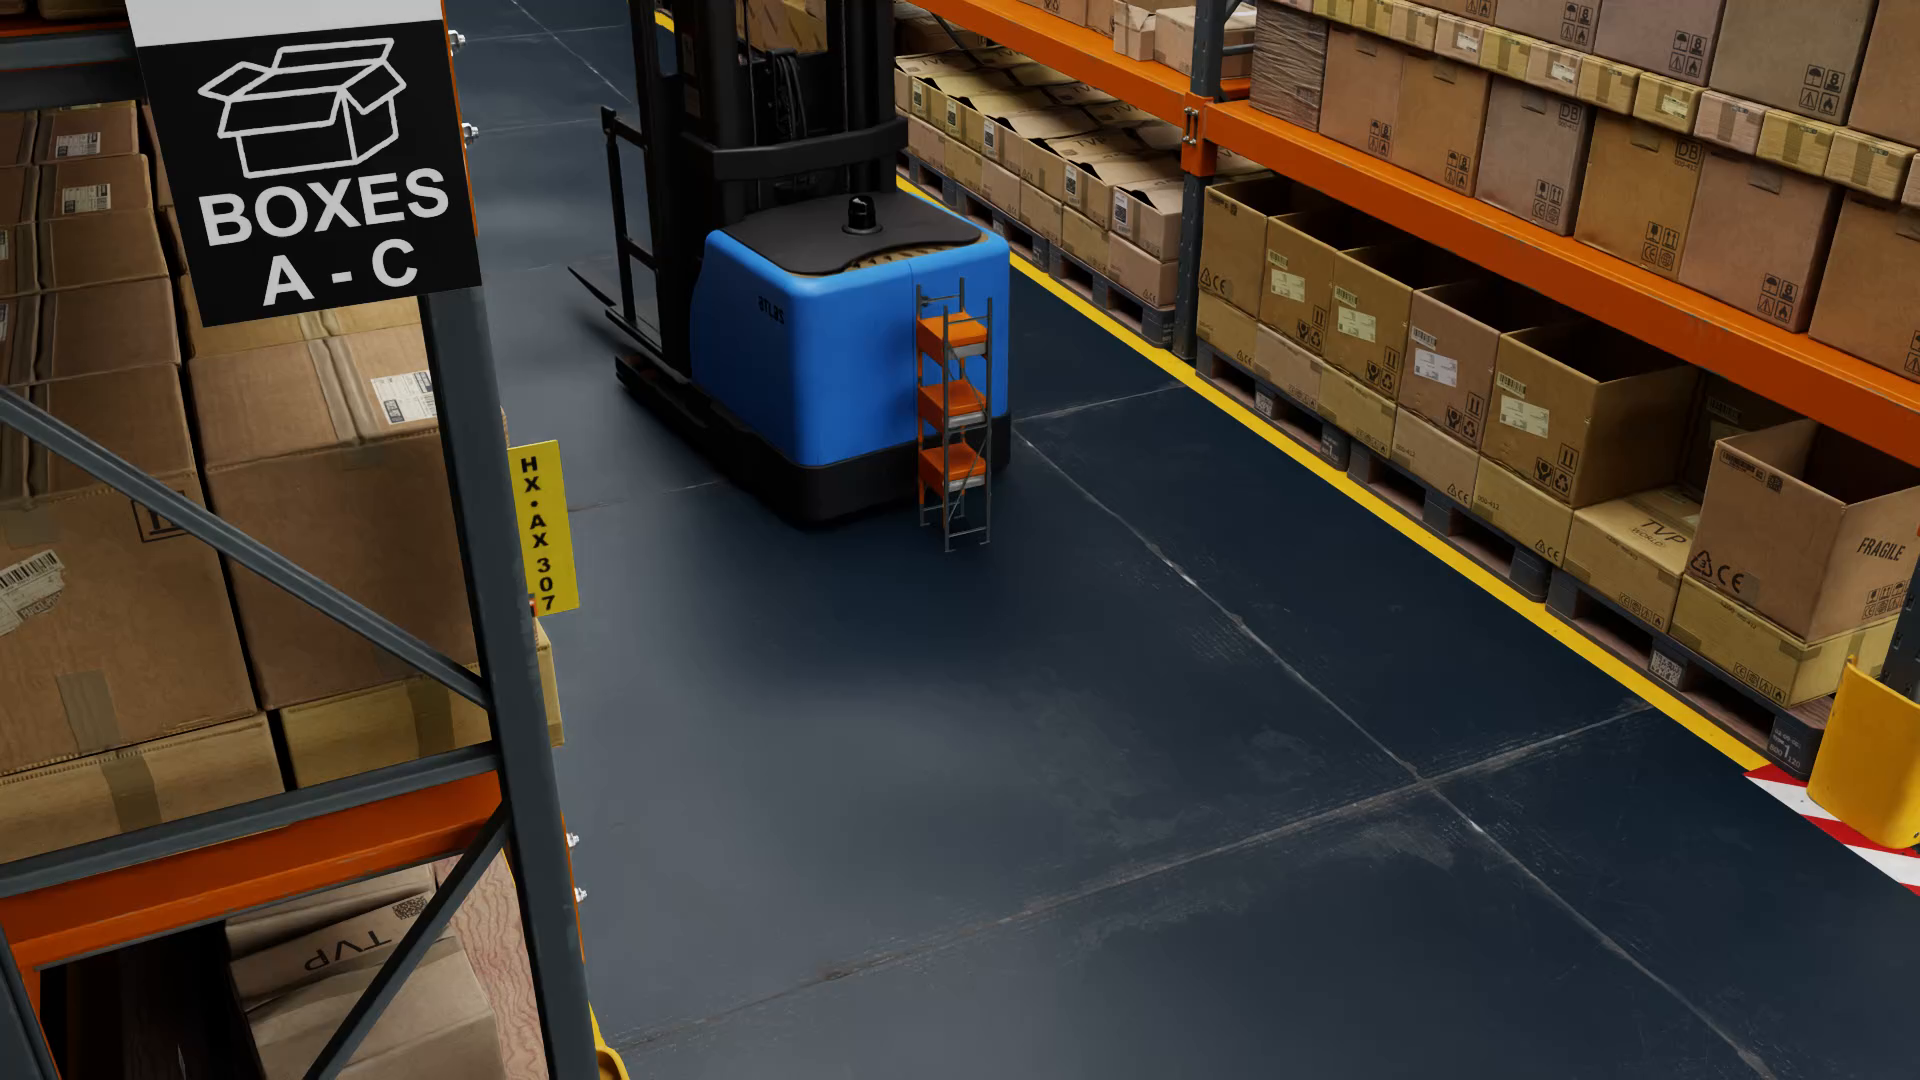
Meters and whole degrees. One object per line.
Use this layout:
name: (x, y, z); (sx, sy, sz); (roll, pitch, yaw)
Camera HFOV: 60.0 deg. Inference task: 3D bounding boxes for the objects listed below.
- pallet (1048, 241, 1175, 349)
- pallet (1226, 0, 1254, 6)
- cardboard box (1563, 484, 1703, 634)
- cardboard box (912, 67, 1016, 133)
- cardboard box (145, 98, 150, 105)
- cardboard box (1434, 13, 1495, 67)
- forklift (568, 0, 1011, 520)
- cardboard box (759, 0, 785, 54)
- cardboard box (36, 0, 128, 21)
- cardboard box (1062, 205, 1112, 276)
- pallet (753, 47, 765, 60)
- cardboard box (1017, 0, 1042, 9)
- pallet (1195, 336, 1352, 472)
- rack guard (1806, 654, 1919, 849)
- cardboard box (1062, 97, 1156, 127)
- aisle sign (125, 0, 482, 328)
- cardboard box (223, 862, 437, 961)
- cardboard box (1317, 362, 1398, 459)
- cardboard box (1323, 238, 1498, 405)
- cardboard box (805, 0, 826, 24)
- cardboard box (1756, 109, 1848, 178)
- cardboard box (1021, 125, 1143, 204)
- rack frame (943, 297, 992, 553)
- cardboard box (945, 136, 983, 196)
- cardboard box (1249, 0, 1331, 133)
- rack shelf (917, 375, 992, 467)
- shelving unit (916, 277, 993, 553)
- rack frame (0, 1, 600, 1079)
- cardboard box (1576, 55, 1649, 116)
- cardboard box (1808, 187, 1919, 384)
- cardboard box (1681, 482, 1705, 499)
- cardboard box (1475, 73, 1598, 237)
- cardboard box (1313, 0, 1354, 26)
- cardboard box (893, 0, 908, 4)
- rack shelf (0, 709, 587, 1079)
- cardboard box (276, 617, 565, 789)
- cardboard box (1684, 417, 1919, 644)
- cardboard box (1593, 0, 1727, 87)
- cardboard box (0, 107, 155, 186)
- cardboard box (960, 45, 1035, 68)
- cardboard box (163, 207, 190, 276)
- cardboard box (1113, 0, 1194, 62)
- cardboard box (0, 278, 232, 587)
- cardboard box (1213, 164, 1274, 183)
pallet: (1.200, -1.432, 9.088); (1.003, 0.211, 1.213); (-13, 32, -22)
pallet: (2.886, -5.338, 16.053); (1.003, 0.211, 1.213); (-13, 32, -22)
cardboard box: (2.546, 0.059, 5.960); (0.500, 0.250, 0.500); (-13, 32, -22)
cardboard box: (0.027, -2.803, 10.491); (0.500, 0.311, 0.500); (-14, 32, -23)
cardboard box: (-2.219, -1.197, 5.183); (0.500, 0.500, 0.500); (-13, 32, -22)
cardboard box: (2.049, -1.930, 6.359); (0.380, 0.149, 0.250); (-14, 32, -23)
forklift: (-1.004, -2.035, 7.382); (1.130, 2.935, 3.031); (-18, 34, -28)
cardboard box: (-1.232, -4.023, 12.963); (0.500, 0.500, 0.500); (-14, 32, -24)
cardboard box: (-1.121, -1.083, 2.426); (0.500, 0.500, 0.500); (-12, 32, -21)
cardboard box: (0.896, -1.661, 9.028); (0.500, 0.250, 0.500); (-14, 32, -23)
pallet: (-0.972, -3.758, 13.236); (1.003, 0.211, 1.213); (-13, 32, -22)
cardboard box: (0.570, -3.404, 9.651); (0.500, 0.500, 0.500); (-15, 33, -25)
pallet: (1.855, -0.755, 7.880); (1.003, 0.211, 1.213); (-13, 32, -22)
rack guard: (3.279, 0.537, 5.282); (1.175, 0.500, 0.348); (-13, 32, -22)
cardboard box: (0.938, -2.473, 9.903); (0.500, 0.311, 0.500); (-12, 32, -21)
aisle sign: (-0.902, -0.688, 2.251); (0.394, 0.787, 0.004); (-13, 32, -22)
cardboard box: (-1.664, 0.882, 4.409); (0.500, 0.311, 0.500); (-10, 31, -18)
cardboard box: (1.897, -0.603, 7.140); (0.500, 0.250, 0.500); (-13, 32, -22)
cardboard box: (1.898, -0.930, 6.957); (0.500, 0.500, 0.500); (-13, 32, -22)
cardboard box: (-0.807, -3.915, 12.004); (0.500, 0.250, 0.500); (-12, 31, -20)
cardboard box: (2.709, -1.248, 5.143); (0.380, 0.149, 0.250); (-14, 32, -23)
cardboard box: (0.678, -2.128, 9.286); (0.500, 0.311, 0.500); (-13, 32, -22)
rack frame: (0.029, -0.428, 6.439); (0.200, 1.050, 0.008); (-13, 32, -22)
cardboard box: (0.239, -2.339, 10.236); (0.500, 0.250, 0.500); (-14, 32, -23)
cardboard box: (1.748, -2.180, 7.469); (0.700, 0.500, 0.500); (-14, 32, -23)
rack shelf: (-0.023, -0.472, 6.541); (0.215, 0.259, 0.240); (-13, 32, -22)
shelving unit: (-0.023, -0.482, 6.535); (0.215, 1.050, 0.252); (-13, 32, -22)
rack frame: (-1.200, 0.477, 2.833); (0.949, 2.616, 0.053); (-13, 32, -22)
cardboard box: (2.376, -1.591, 5.755); (0.380, 0.149, 0.250); (-12, 32, -21)
cardboard box: (3.080, -0.817, 5.037); (0.700, 0.500, 0.500); (-13, 32, -22)
cardboard box: (3.022, -0.052, 6.157); (0.500, 0.250, 0.500); (-13, 32, -22)
cardboard box: (2.413, -1.500, 6.256); (0.700, 0.500, 0.500); (-12, 31, -21)
cardboard box: (1.713, -2.274, 6.973); (0.380, 0.149, 0.250); (-14, 32, -23)
cardboard box: (-0.543, -3.914, 12.768); (0.500, 0.500, 0.500); (-14, 32, -23)
rack shelf: (-2.062, -0.092, 4.583); (1.077, 0.370, 4.000); (-13, 32, -22)
cardboard box: (-1.126, 0.252, 3.367); (0.500, 0.250, 0.500); (-14, 32, -23)
cardboard box: (2.770, -0.050, 5.387); (0.500, 0.500, 0.500); (-13, 32, -22)
cardboard box: (2.610, -1.860, 5.571); (0.700, 0.500, 0.500); (-13, 32, -22)
cardboard box: (-2.480, -0.858, 4.579); (0.500, 0.500, 0.500); (-12, 32, -21)
cardboard box: (0.282, -3.147, 11.104); (0.500, 0.311, 0.500); (-12, 32, -21)
cardboard box: (-1.556, -0.517, 3.971); (0.500, 0.500, 0.500); (-14, 32, -24)
cardboard box: (1.009, -2.622, 8.497); (0.396, 0.266, 0.258); (-14, 32, -23)
cardboard box: (-1.805, -0.181, 3.372); (0.500, 0.500, 0.500); (-13, 32, -21)
cardboard box: (1.599, -1.795, 8.692); (0.500, 0.311, 0.500); (-13, 32, -22)
